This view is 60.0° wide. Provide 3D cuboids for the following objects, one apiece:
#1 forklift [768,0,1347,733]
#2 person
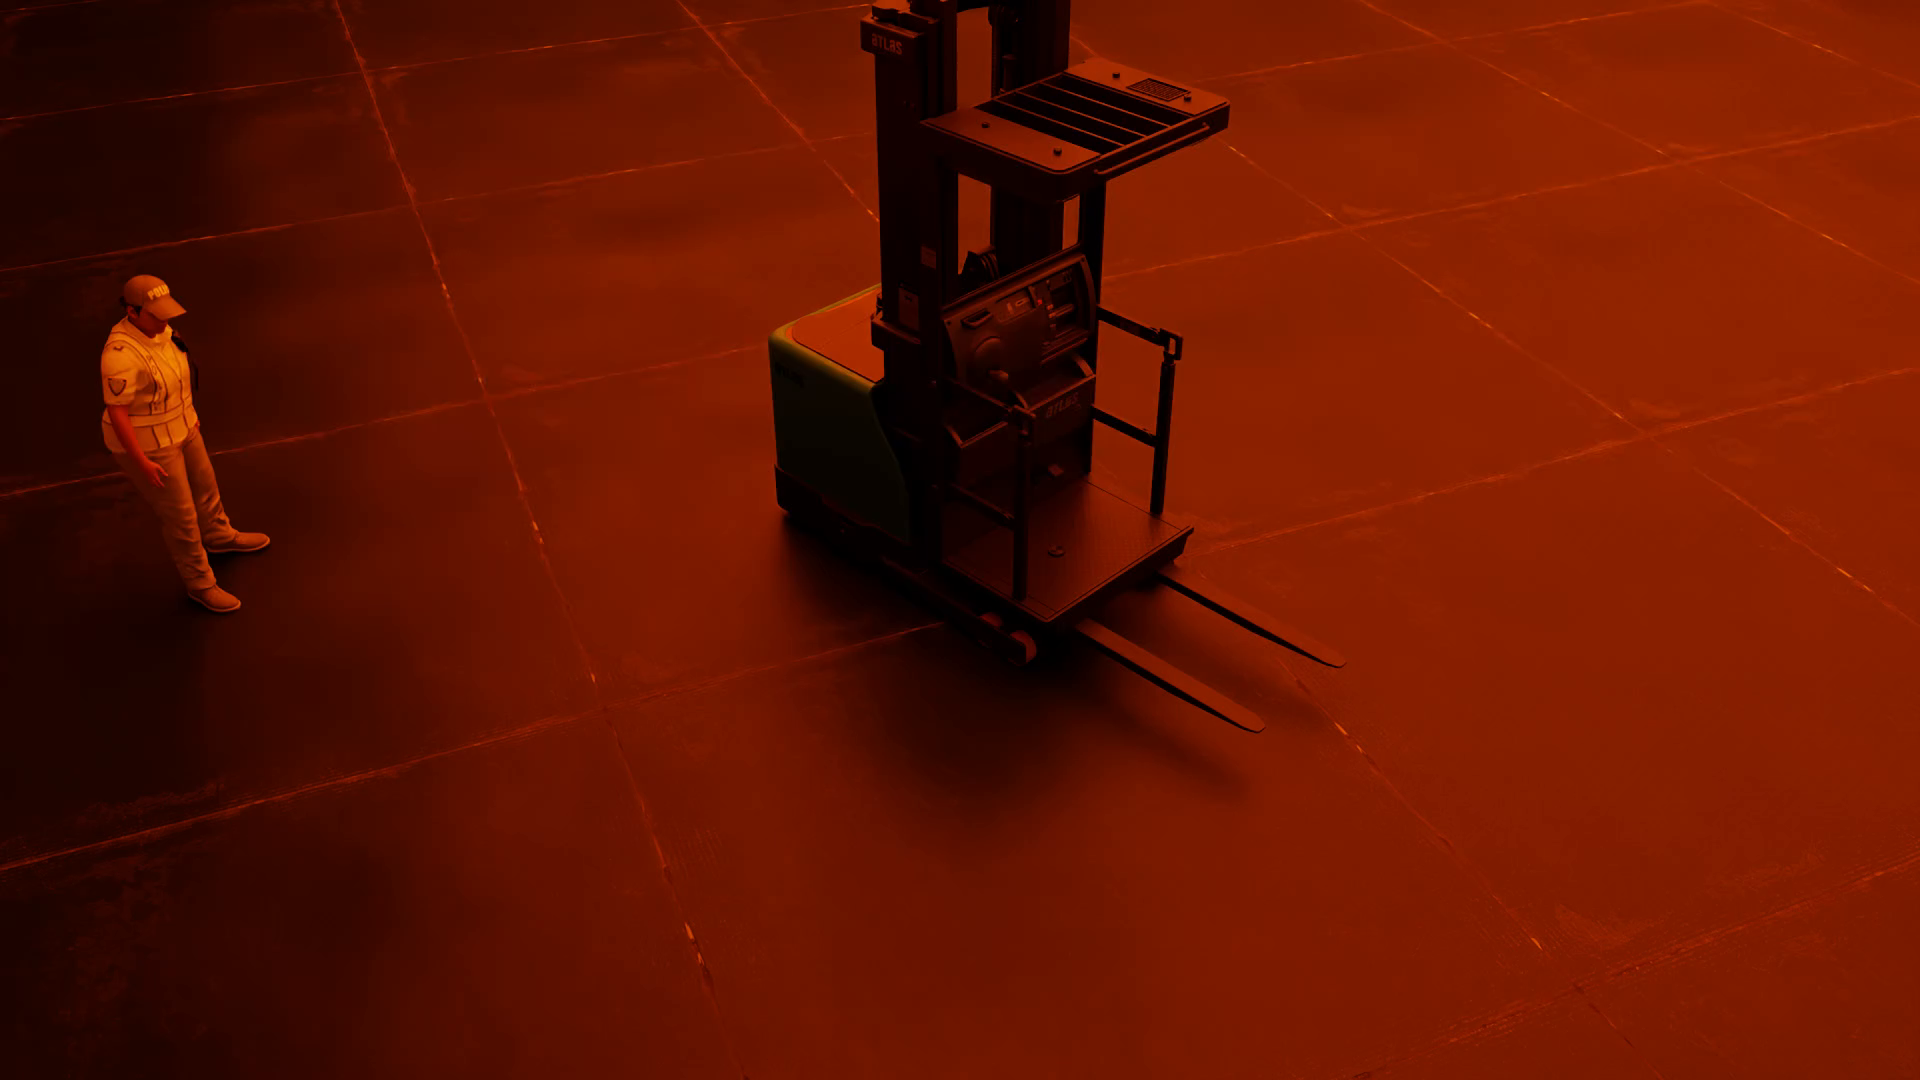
[{"bbox_3d":[0.432,-0.946,7.429,3.031,2.935,1.130,30,45,35],"label":"forklift"},{"bbox_3d":[-3.731,-0.492,7.893,0.505,1.666,0.653,1,35,1],"label":"person"}]
